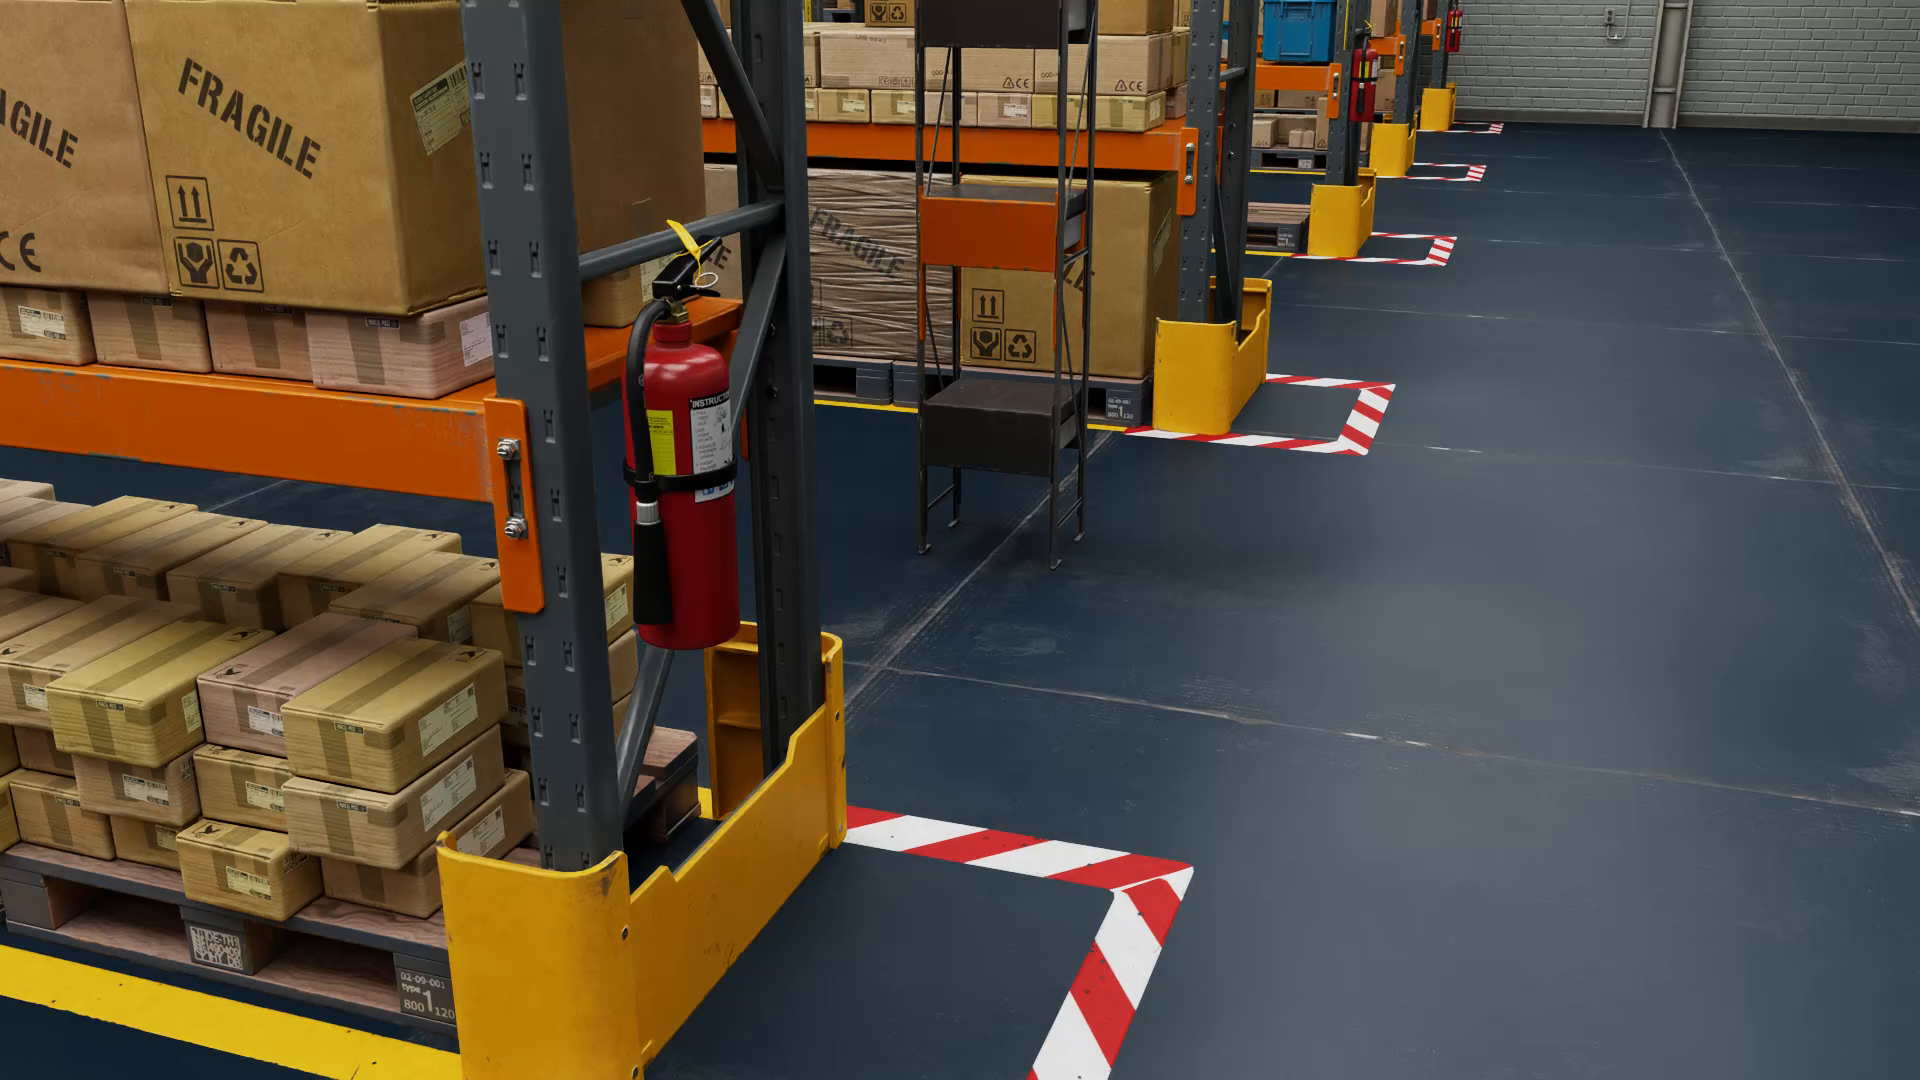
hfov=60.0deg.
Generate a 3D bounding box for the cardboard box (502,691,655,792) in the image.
[{"bbox_3d":[-0.928,0.445,3.936,0.250,0.149,0.380,7,20,19],"label":"cardboard box"}]

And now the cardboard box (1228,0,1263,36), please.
[{"bbox_3d":[2.966,-5.279,16.512,0.500,0.500,0.500,7,20,18],"label":"cardboard box"}]

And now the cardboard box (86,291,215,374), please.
[{"bbox_3d":[-1.404,-0.436,3.153,0.250,0.149,0.380,6,20,18],"label":"cardboard box"}]

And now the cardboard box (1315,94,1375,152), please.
[{"bbox_3d":[3.845,-4.167,16.603,0.500,0.500,0.500,7,20,18],"label":"cardboard box"}]

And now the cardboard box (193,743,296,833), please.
[{"bbox_3d":[-1.360,0.447,3.477,0.250,0.149,0.380,6,20,17],"label":"cardboard box"}]

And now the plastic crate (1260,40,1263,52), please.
[{"bbox_3d":[2.409,-3.711,12.475,0.298,0.136,0.250,7,20,18],"label":"plastic crate"}]

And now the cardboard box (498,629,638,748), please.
[{"bbox_3d":[-0.949,0.324,3.830,0.250,0.149,0.380,7,21,20],"label":"cardboard box"}]

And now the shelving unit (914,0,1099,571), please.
[{"bbox_3d":[0.156,-0.974,5.679,0.503,2.100,0.431,7,20,18],"label":"shelving unit"}]

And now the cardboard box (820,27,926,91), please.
[{"bbox_3d":[-0.320,-2.227,7.685,0.500,0.250,0.500,6,20,16],"label":"cardboard box"}]

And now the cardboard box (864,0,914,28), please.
[{"bbox_3d":[-0.144,-2.746,8.032,0.500,0.500,0.500,6,20,17],"label":"cardboard box"}]

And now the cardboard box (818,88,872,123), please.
[{"bbox_3d":[-0.470,-2.033,7.733,0.250,0.149,0.380,7,20,18],"label":"cardboard box"}]

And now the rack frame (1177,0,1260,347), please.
[{"bbox_3d":[1.185,-2.078,7.480,0.127,3.000,1.000,7,20,18],"label":"rack frame"}]

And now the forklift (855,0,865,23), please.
[{"bbox_3d":[-0.516,-3.087,10.479,3.031,2.935,1.130,11,22,29],"label":"forklift"}]

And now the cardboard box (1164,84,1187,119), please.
[{"bbox_3d":[0.958,-2.100,7.926,0.250,0.149,0.380,7,20,19],"label":"cardboard box"}]

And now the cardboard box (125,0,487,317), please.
[{"bbox_3d":[-1.047,-0.703,2.932,0.500,0.500,0.500,7,20,19],"label":"cardboard box"}]

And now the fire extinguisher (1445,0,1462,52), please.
[{"bbox_3d":[6.052,-6.326,20.351,0.183,0.674,0.296,7,20,18],"label":"fire extinguisher"}]

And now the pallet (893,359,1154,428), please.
[{"bbox_3d":[0.404,-0.823,8.117,1.213,0.211,1.003,7,20,18],"label":"pallet"}]

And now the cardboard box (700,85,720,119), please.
[{"bbox_3d":[-1.199,-2.116,7.972,0.250,0.149,0.380,7,20,19],"label":"cardboard box"}]

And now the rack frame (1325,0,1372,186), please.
[{"bbox_3d":[2.810,-3.618,11.898,0.127,3.000,1.000,7,20,18],"label":"rack frame"}]

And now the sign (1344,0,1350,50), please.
[{"bbox_3d":[2.645,-3.522,11.376,0.005,0.325,0.100,7,20,18],"label":"sign"}]

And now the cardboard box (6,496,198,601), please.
[{"bbox_3d":[-2.172,0.022,4.245,0.250,0.149,0.380,7,20,19],"label":"cardboard box"}]

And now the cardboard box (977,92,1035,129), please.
[{"bbox_3d":[0.256,-1.951,7.497,0.250,0.149,0.380,7,20,18],"label":"cardboard box"}]

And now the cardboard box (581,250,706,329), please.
[{"bbox_3d":[-0.737,-0.565,3.522,0.250,0.149,0.380,6,20,18],"label":"cardboard box"}]

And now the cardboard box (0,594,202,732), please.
[{"bbox_3d":[-1.850,0.261,3.561,0.250,0.149,0.380,6,20,16],"label":"cardboard box"}]

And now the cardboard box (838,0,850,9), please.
[{"bbox_3d":[-1.029,-6.007,17.962,0.500,0.500,0.700,1,19,4],"label":"cardboard box"}]

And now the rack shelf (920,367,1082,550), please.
[{"bbox_3d":[0.156,-0.300,5.914,0.480,0.518,0.431,7,20,18],"label":"rack shelf"}]

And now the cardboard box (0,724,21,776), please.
[{"bbox_3d":[-2.116,0.385,3.656,0.250,0.149,0.380,7,20,19],"label":"cardboard box"}]

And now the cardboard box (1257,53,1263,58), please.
[{"bbox_3d":[3.870,-6.307,21.787,0.250,0.149,0.380,7,20,19],"label":"cardboard box"}]

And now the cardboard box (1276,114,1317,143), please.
[{"bbox_3d":[3.546,-4.268,17.272,0.500,0.250,0.500,7,20,18],"label":"cardboard box"}]

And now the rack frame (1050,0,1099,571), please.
[{"bbox_3d":[0.387,-0.947,5.604,0.015,2.100,0.400,7,20,18],"label":"rack frame"}]

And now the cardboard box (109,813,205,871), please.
[{"bbox_3d":[-1.602,0.558,3.613,0.250,0.149,0.380,6,20,18],"label":"cardboard box"}]

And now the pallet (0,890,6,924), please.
[{"bbox_3d":[-2.515,0.531,4.233,1.213,0.211,1.003,7,20,18],"label":"pallet"}]

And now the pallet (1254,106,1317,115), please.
[{"bbox_3d":[4.132,-5.576,21.752,1.213,0.211,1.003,7,20,18],"label":"pallet"}]

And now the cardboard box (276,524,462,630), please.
[{"bbox_3d":[-1.418,0.099,4.026,0.250,0.149,0.380,6,20,18],"label":"cardboard box"}]

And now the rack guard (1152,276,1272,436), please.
[{"bbox_3d":[1.207,-0.895,7.884,0.348,0.500,1.175,7,20,18],"label":"rack guard"}]

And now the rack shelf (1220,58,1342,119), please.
[{"bbox_3d":[0.921,-3.494,12.636,4.000,0.370,1.077,7,20,18],"label":"rack shelf"}]

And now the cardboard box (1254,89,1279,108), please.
[{"bbox_3d":[3.913,-5.924,21.674,0.500,0.500,0.700,7,20,19],"label":"cardboard box"}]

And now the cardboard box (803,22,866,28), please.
[{"bbox_3d":[-0.641,-2.448,8.317,0.500,0.250,0.500,6,20,17],"label":"cardboard box"}]

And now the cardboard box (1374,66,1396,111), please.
[{"bbox_3d":[5.367,-5.761,21.205,0.500,0.500,0.700,7,20,18],"label":"cardboard box"}]

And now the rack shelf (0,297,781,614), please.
[{"bbox_3d":[-2.428,-0.423,3.826,4.000,0.370,1.077,7,20,18],"label":"rack shelf"}]

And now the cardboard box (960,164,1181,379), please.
[{"bbox_3d":[0.554,-1.317,7.888,0.875,0.875,0.875,7,20,18],"label":"cardboard box"}]

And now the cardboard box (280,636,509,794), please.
[{"bbox_3d":[-1.122,0.342,3.328,0.250,0.149,0.380,7,20,19],"label":"cardboard box"}]

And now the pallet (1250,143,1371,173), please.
[{"bbox_3d":[3.614,-3.935,17.044,1.213,0.211,1.003,7,20,18],"label":"pallet"}]
